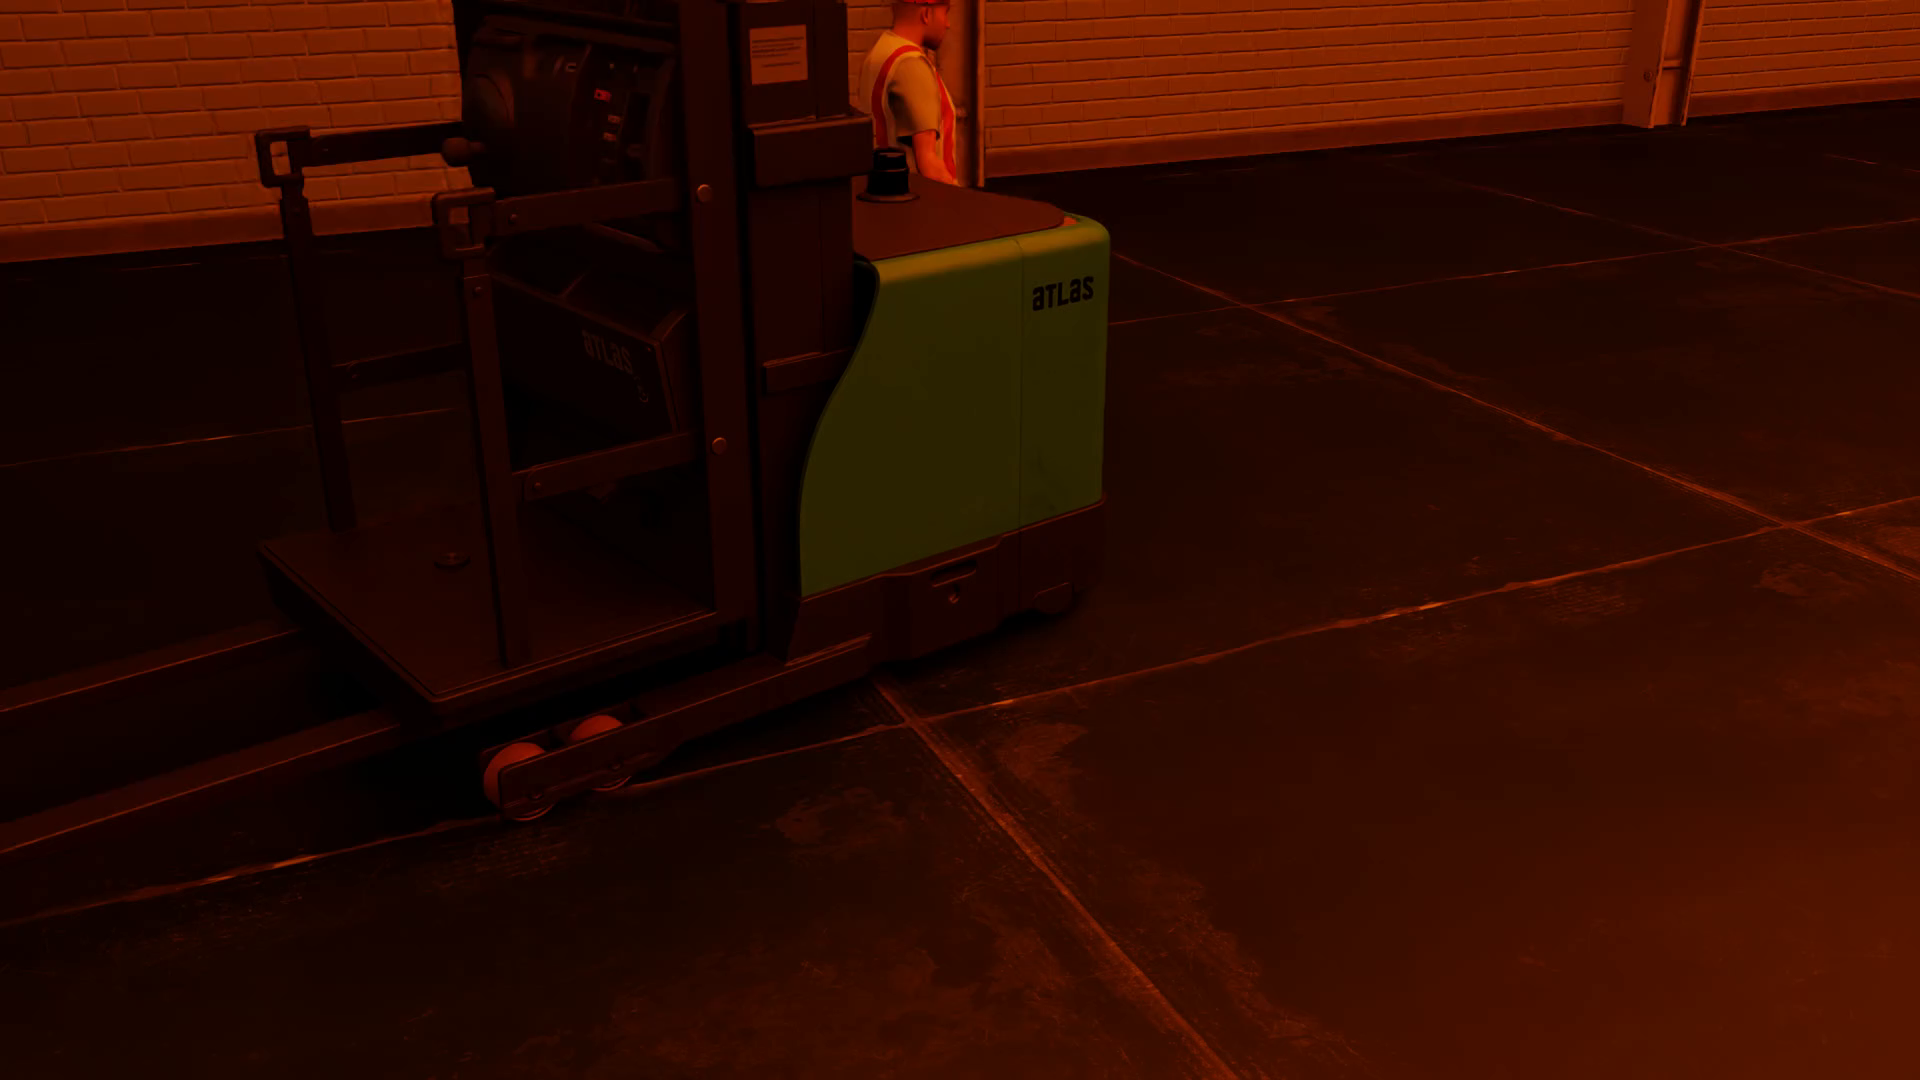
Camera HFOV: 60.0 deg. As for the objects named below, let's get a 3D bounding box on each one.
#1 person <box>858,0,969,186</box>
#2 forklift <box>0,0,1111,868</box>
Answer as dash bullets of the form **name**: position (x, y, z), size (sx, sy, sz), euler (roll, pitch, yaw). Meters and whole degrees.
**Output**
- **person**: position (-0.111, -1.133, 5.728), size (0.680, 1.649, 0.994), euler (-6, 23, -15)
- **forklift**: position (-1.053, -0.969, 3.618), size (3.031, 2.935, 1.130), euler (-18, 28, -36)
